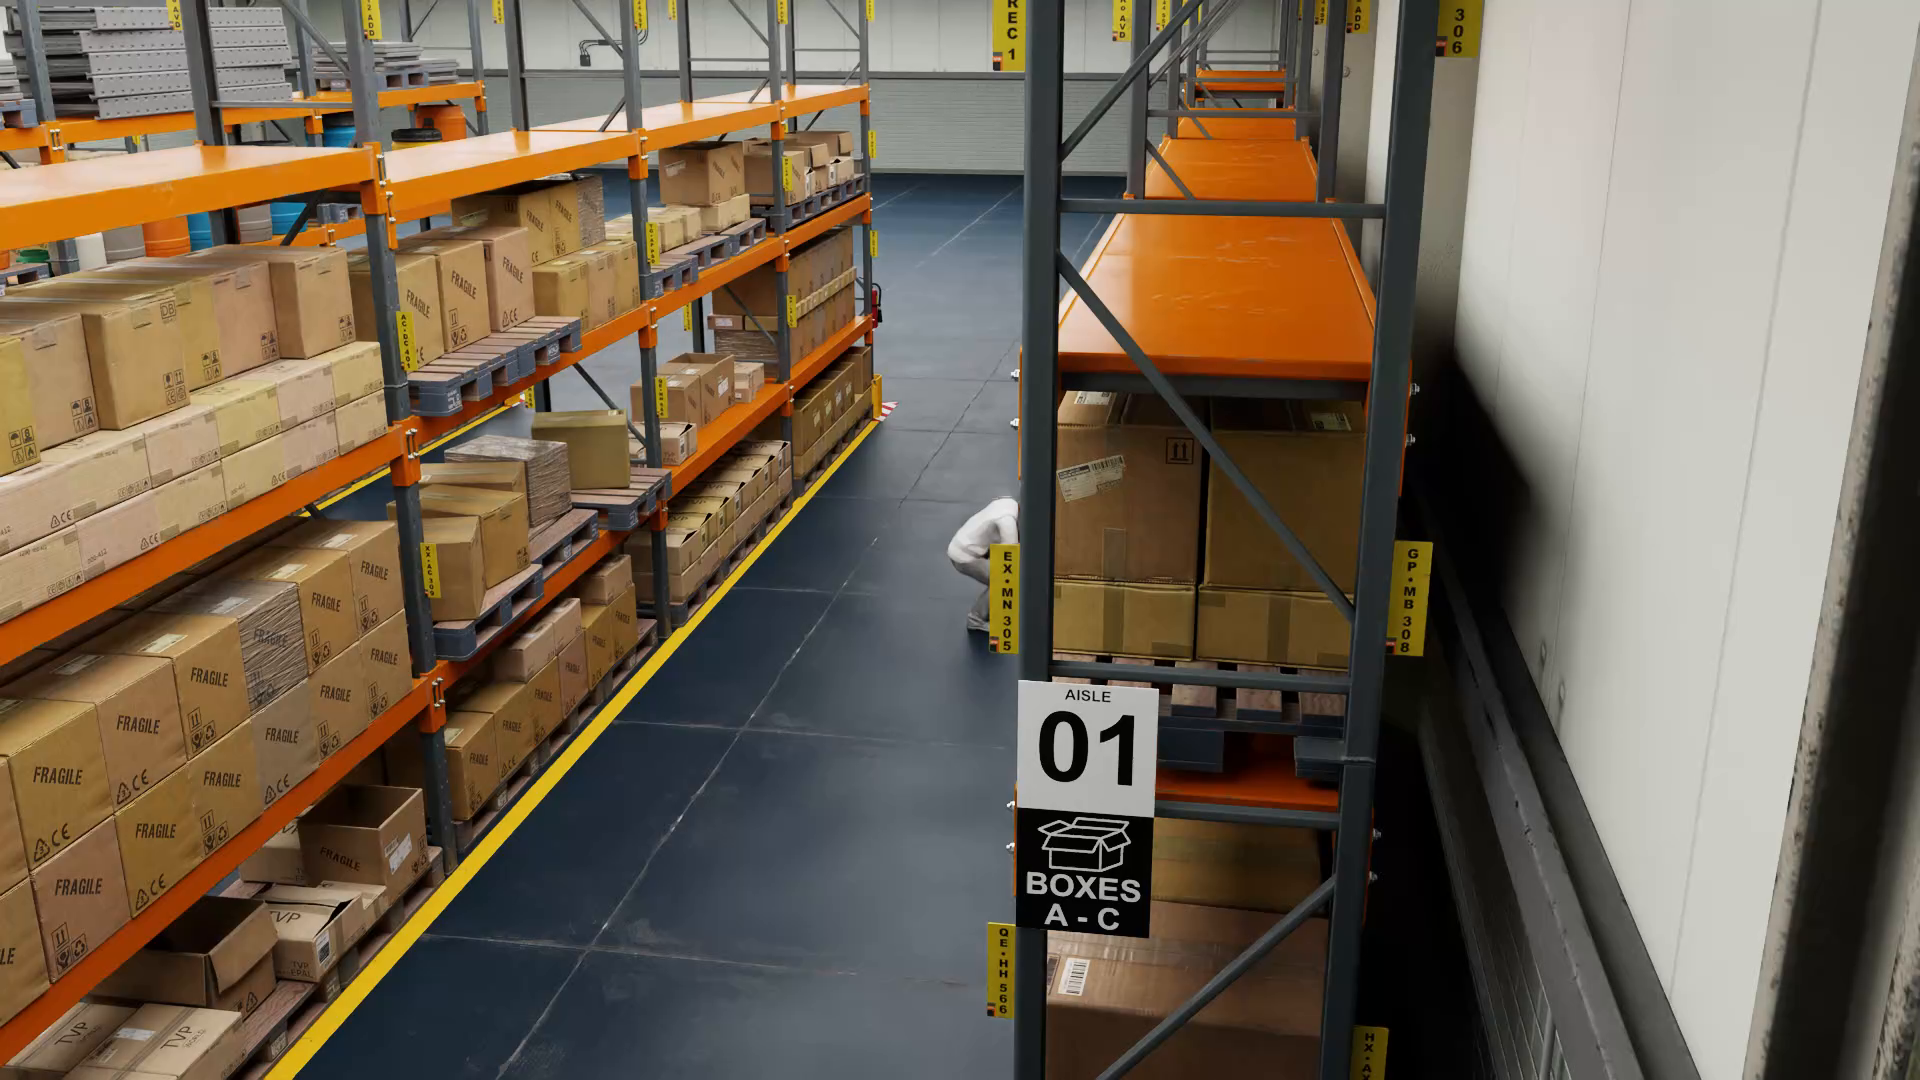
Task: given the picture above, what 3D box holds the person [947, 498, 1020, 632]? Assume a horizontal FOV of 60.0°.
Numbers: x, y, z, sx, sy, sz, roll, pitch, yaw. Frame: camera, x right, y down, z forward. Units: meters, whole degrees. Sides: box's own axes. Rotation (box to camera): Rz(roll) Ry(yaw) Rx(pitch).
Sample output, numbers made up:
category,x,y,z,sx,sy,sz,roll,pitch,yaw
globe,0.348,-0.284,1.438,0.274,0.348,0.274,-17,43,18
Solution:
category,x,y,z,sx,sy,sz,roll,pitch,yaw
person,0.323,0.135,13.996,0.839,1.207,0.620,3,18,9
